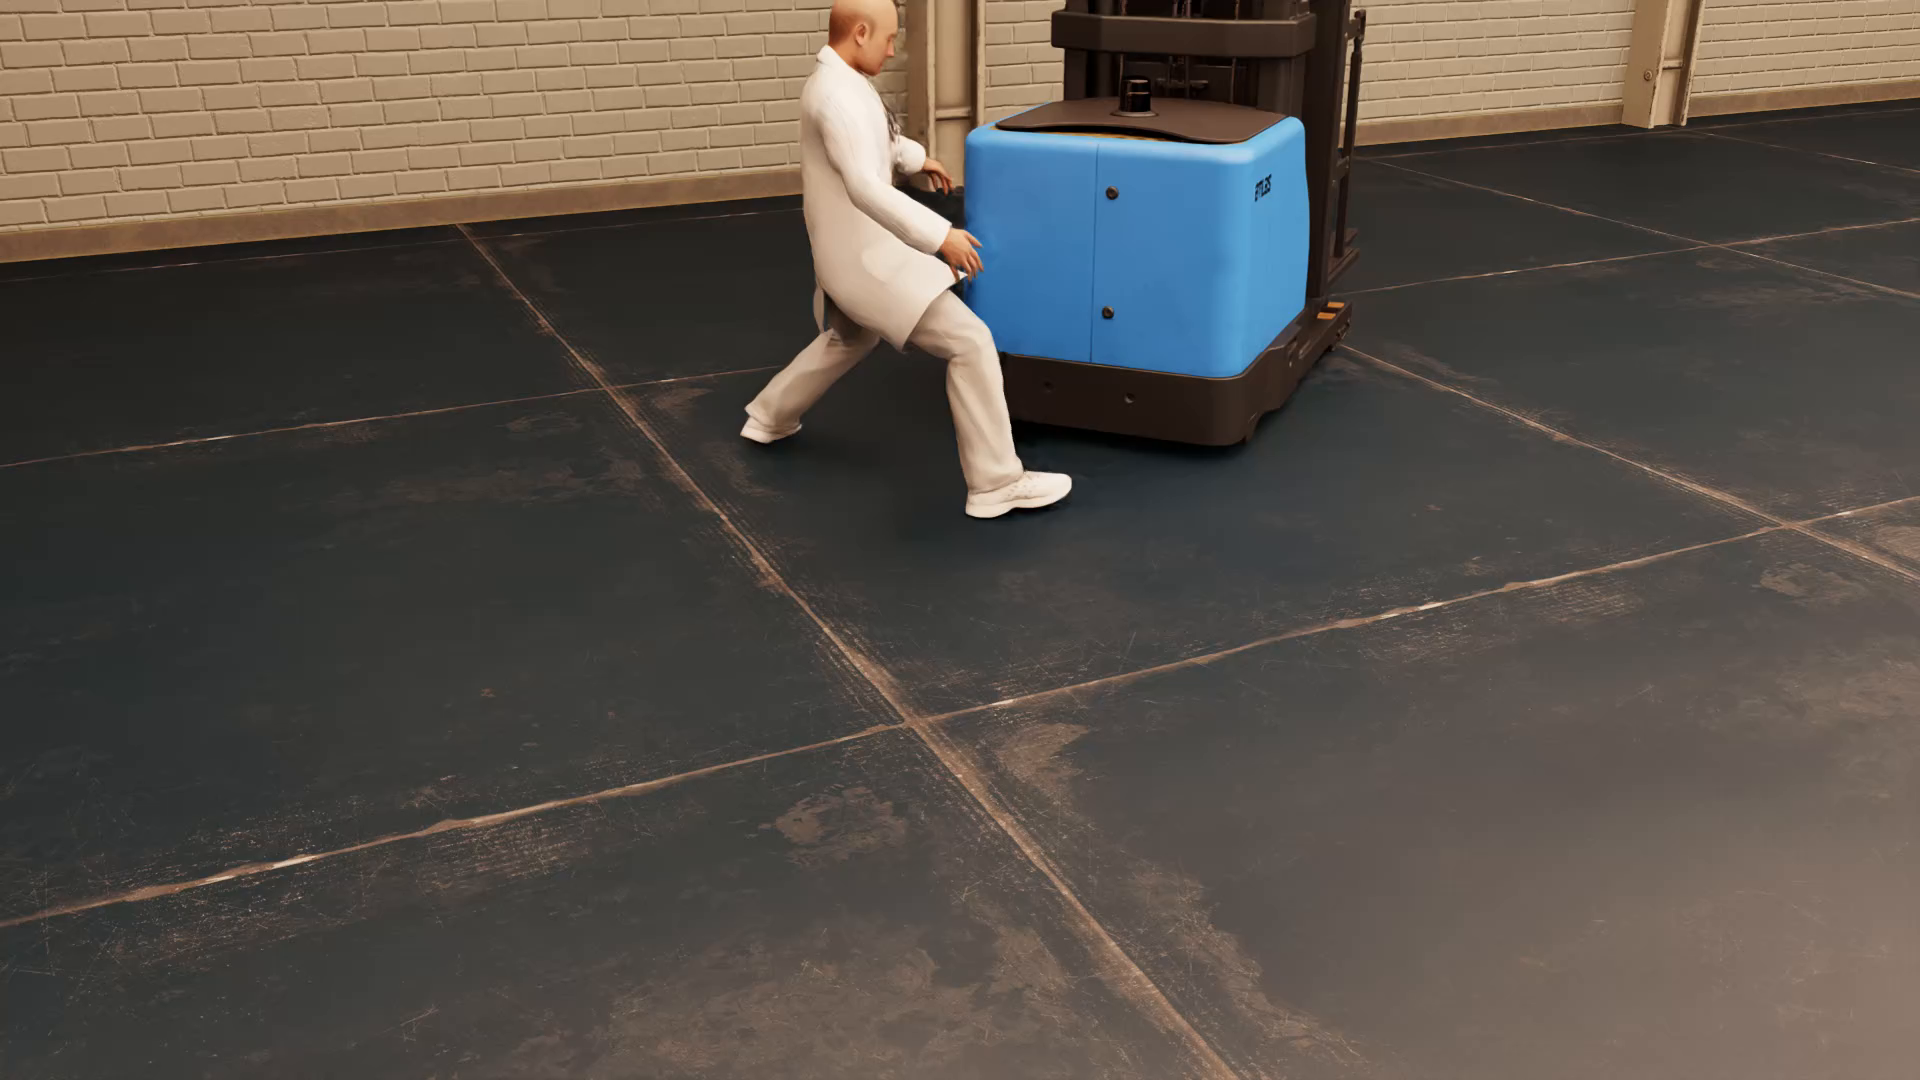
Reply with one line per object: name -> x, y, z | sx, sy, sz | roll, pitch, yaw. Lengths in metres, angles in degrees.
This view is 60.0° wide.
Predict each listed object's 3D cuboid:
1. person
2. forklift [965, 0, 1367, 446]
person -> -0.217, -0.935, 5.416 | 1.035, 1.569, 1.100 | -4, 23, -9
forklift -> 1.053, -2.207, 6.599 | 1.130, 2.935, 3.031 | 9, 24, 22
